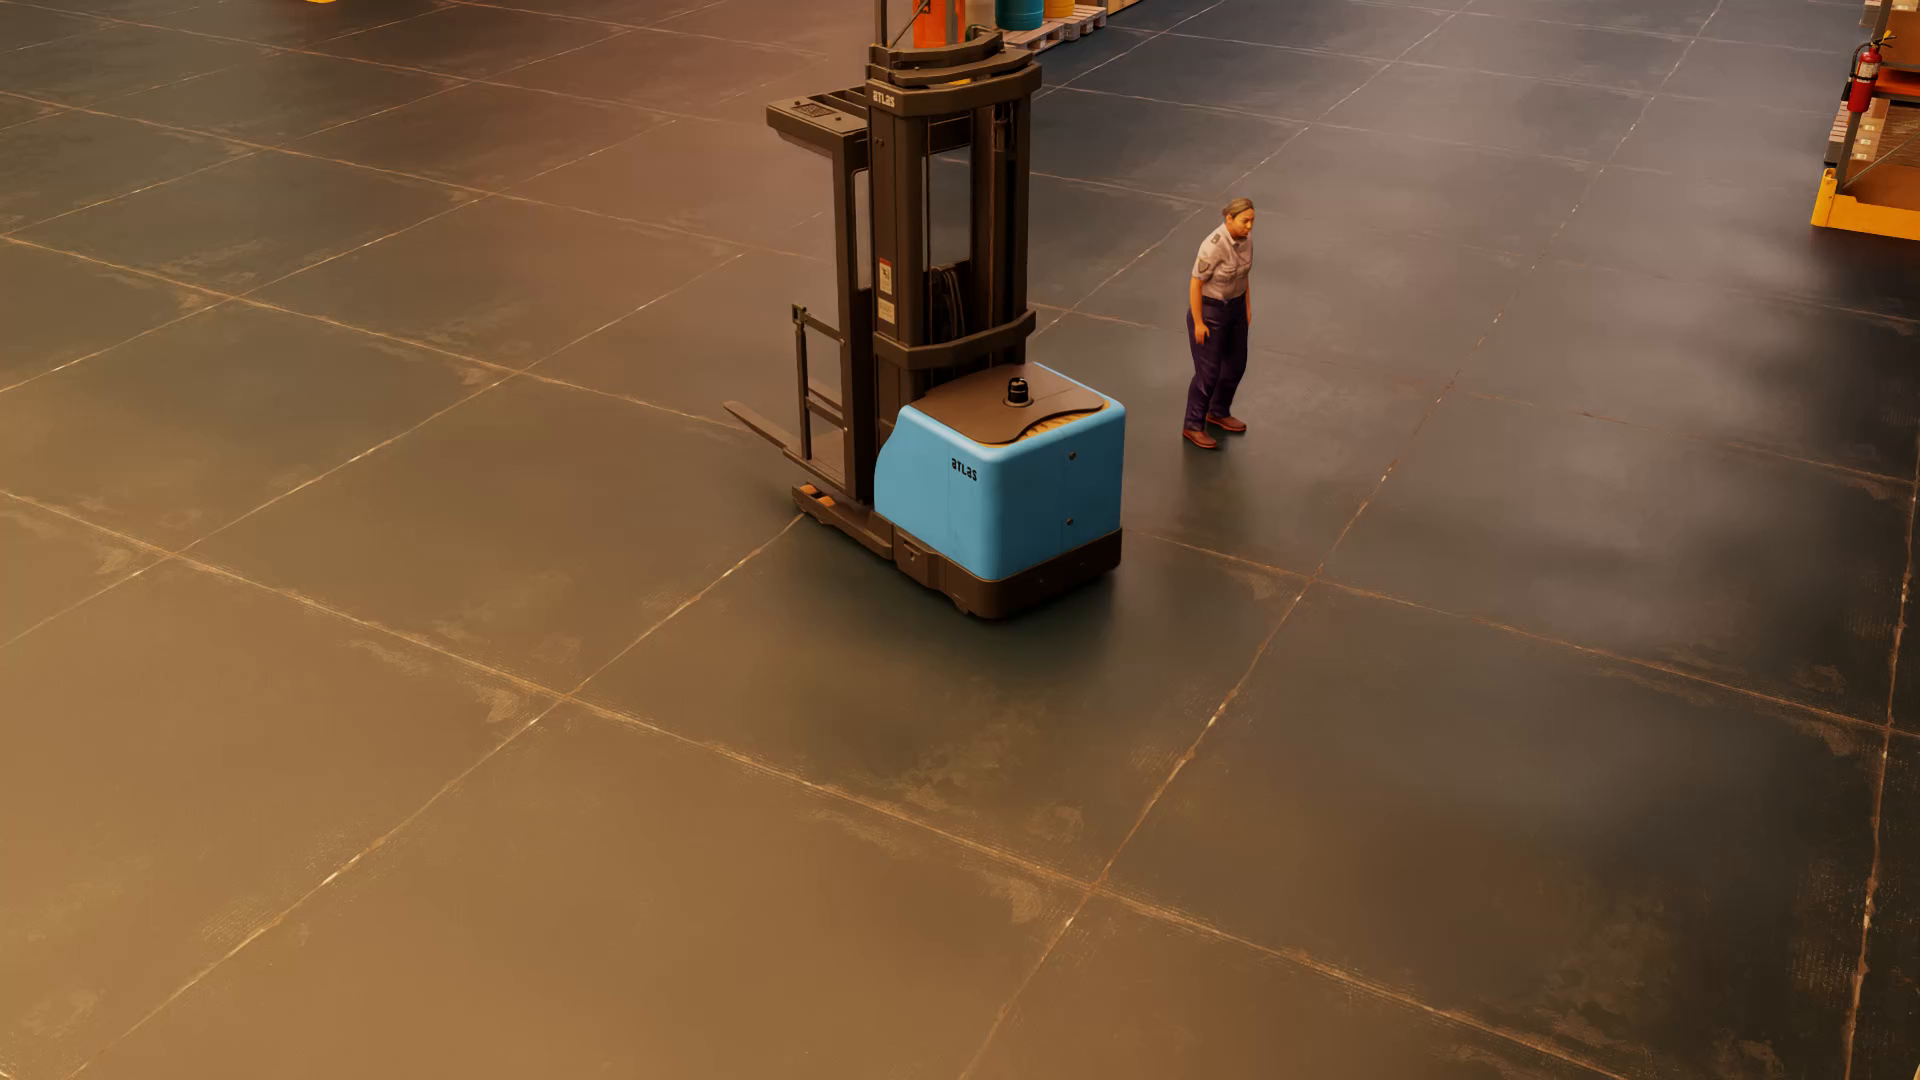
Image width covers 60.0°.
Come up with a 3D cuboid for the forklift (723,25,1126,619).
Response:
[{"bbox_3d":[-0.382,-1.507,9.682,1.130,2.935,3.031,-22,37,-33],"label":"forklift"}]

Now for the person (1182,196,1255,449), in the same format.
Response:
[{"bbox_3d":[1.716,-1.454,10.875,0.551,1.650,0.387,-25,38,-36],"label":"person"}]
